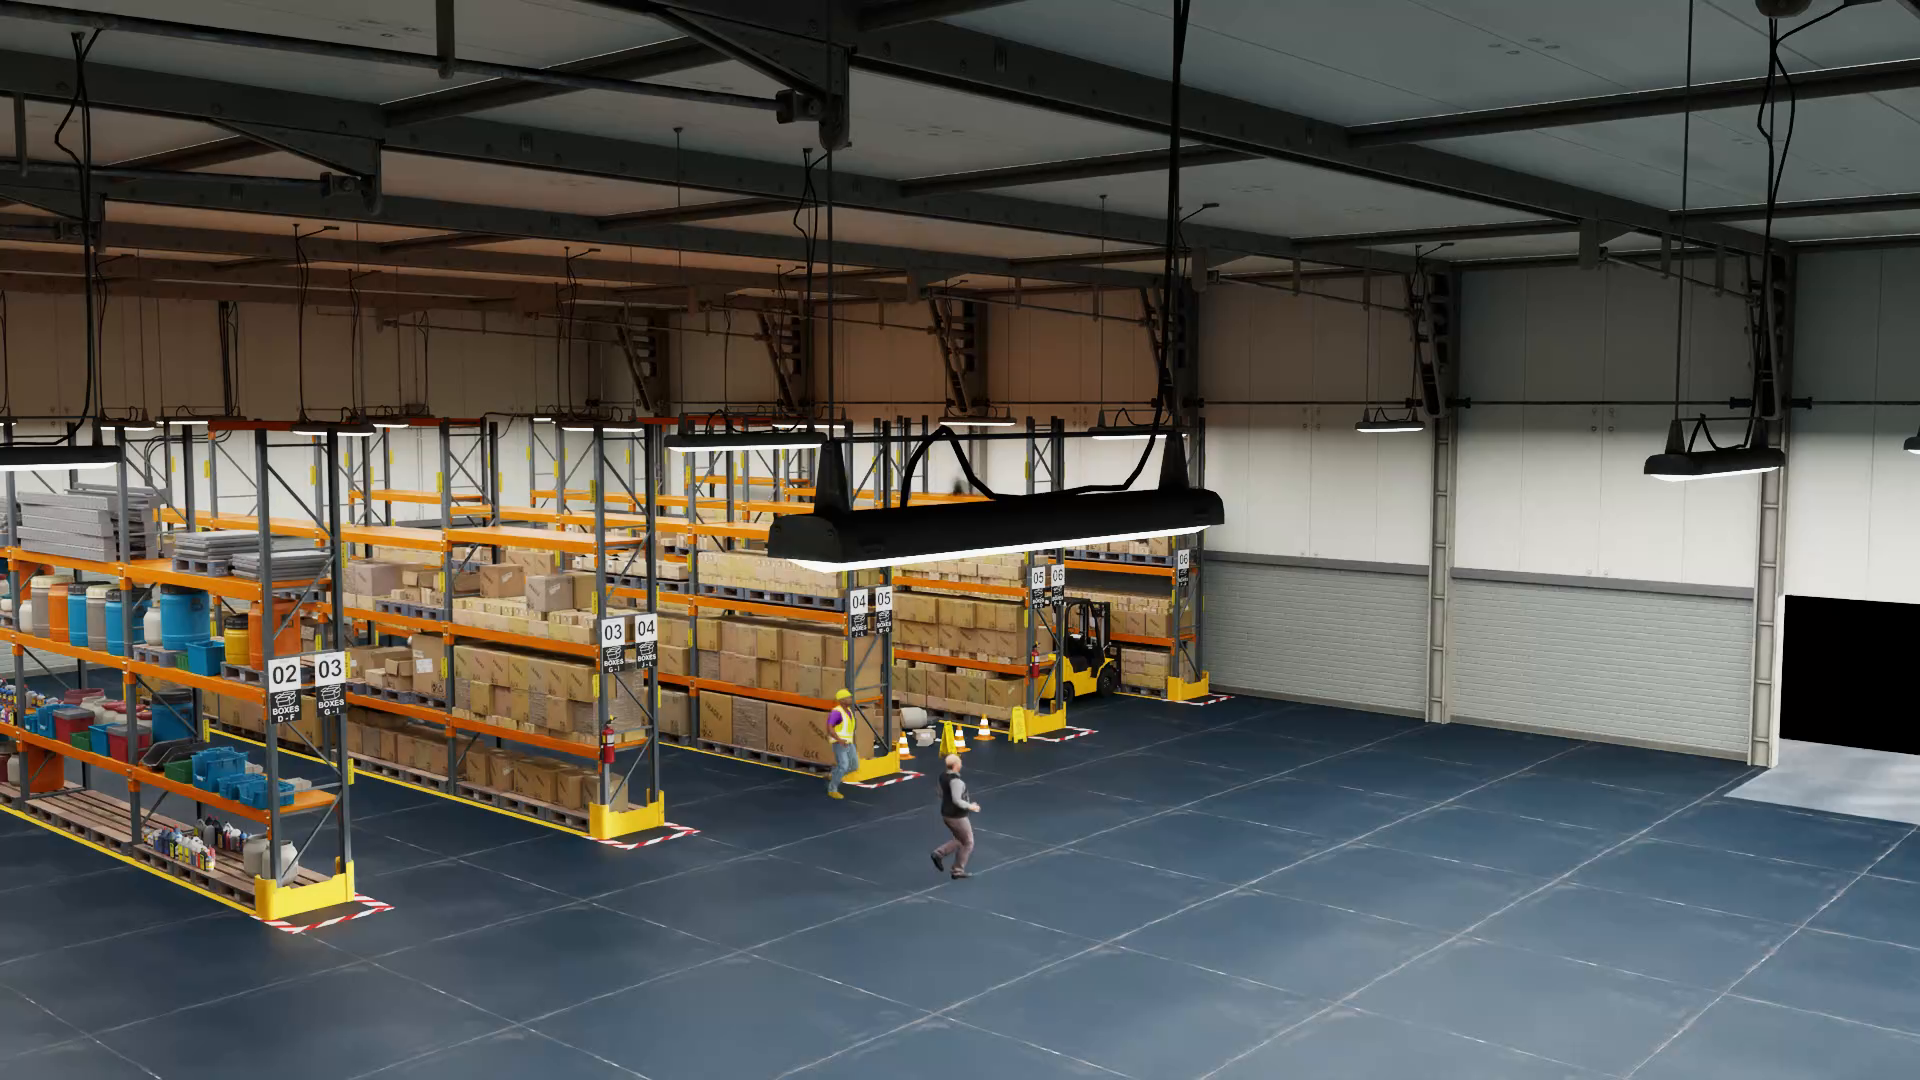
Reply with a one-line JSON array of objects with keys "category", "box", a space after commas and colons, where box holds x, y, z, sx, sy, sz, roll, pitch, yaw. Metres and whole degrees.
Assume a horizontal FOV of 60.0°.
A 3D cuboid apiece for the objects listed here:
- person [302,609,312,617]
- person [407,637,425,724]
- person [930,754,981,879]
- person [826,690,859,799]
[{"category": "person", "box": [-14.799, 2.346, 37.593, 0.742, 1.729, 0.836, 0, 5, -4]}, {"category": "person", "box": [-10.749, 2.755, 32.725, 0.609, 1.717, 0.697, 3, 6, 33]}, {"category": "person", "box": [-0.062, 3.664, 22.026, 0.609, 1.672, 0.617, -2, 5, -21]}, {"category": "person", "box": [-1.874, 3.261, 26.780, 0.530, 1.702, 0.754, 2, 5, 26]}]
